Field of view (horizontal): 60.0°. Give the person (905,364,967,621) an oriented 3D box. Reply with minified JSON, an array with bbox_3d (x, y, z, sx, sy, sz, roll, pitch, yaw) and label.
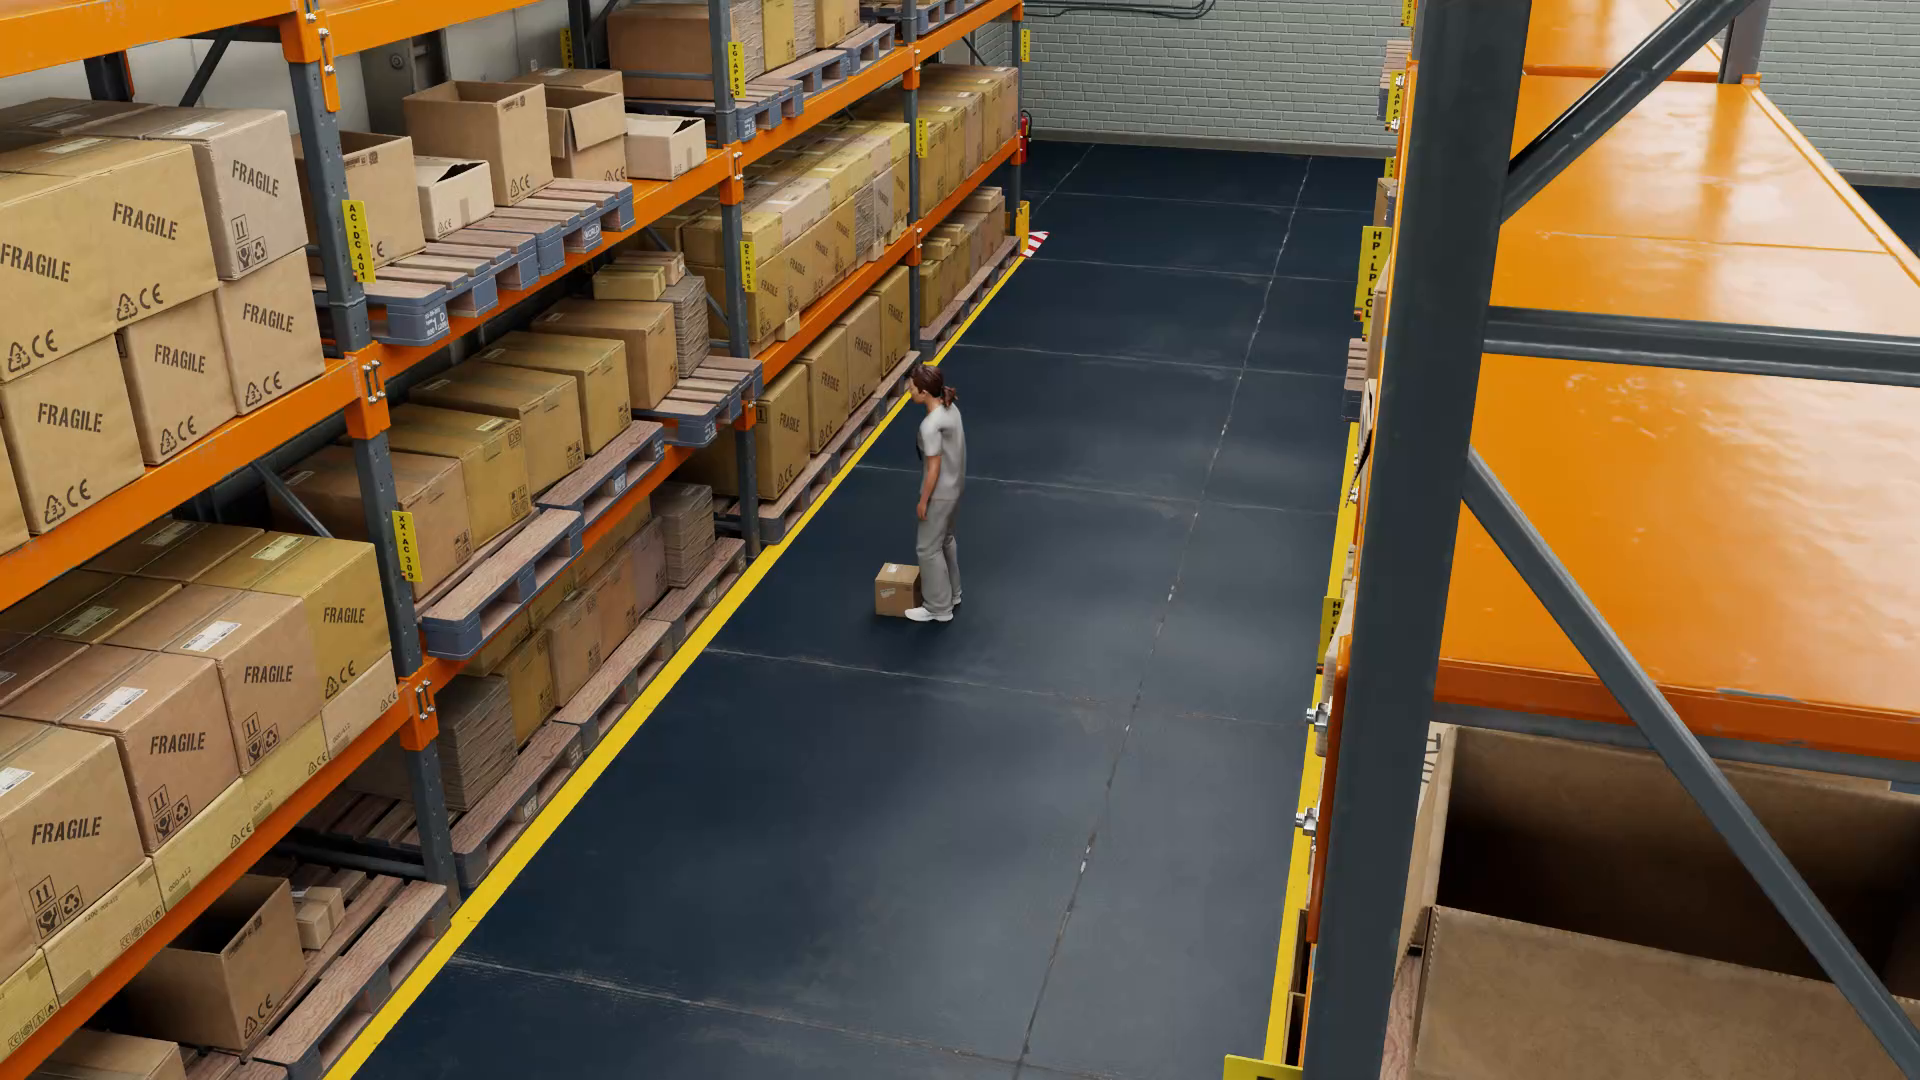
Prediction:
[{"bbox_3d":[-0.148,-0.299,10.329,0.359,1.673,0.485,6,26,13],"label":"person"}]
